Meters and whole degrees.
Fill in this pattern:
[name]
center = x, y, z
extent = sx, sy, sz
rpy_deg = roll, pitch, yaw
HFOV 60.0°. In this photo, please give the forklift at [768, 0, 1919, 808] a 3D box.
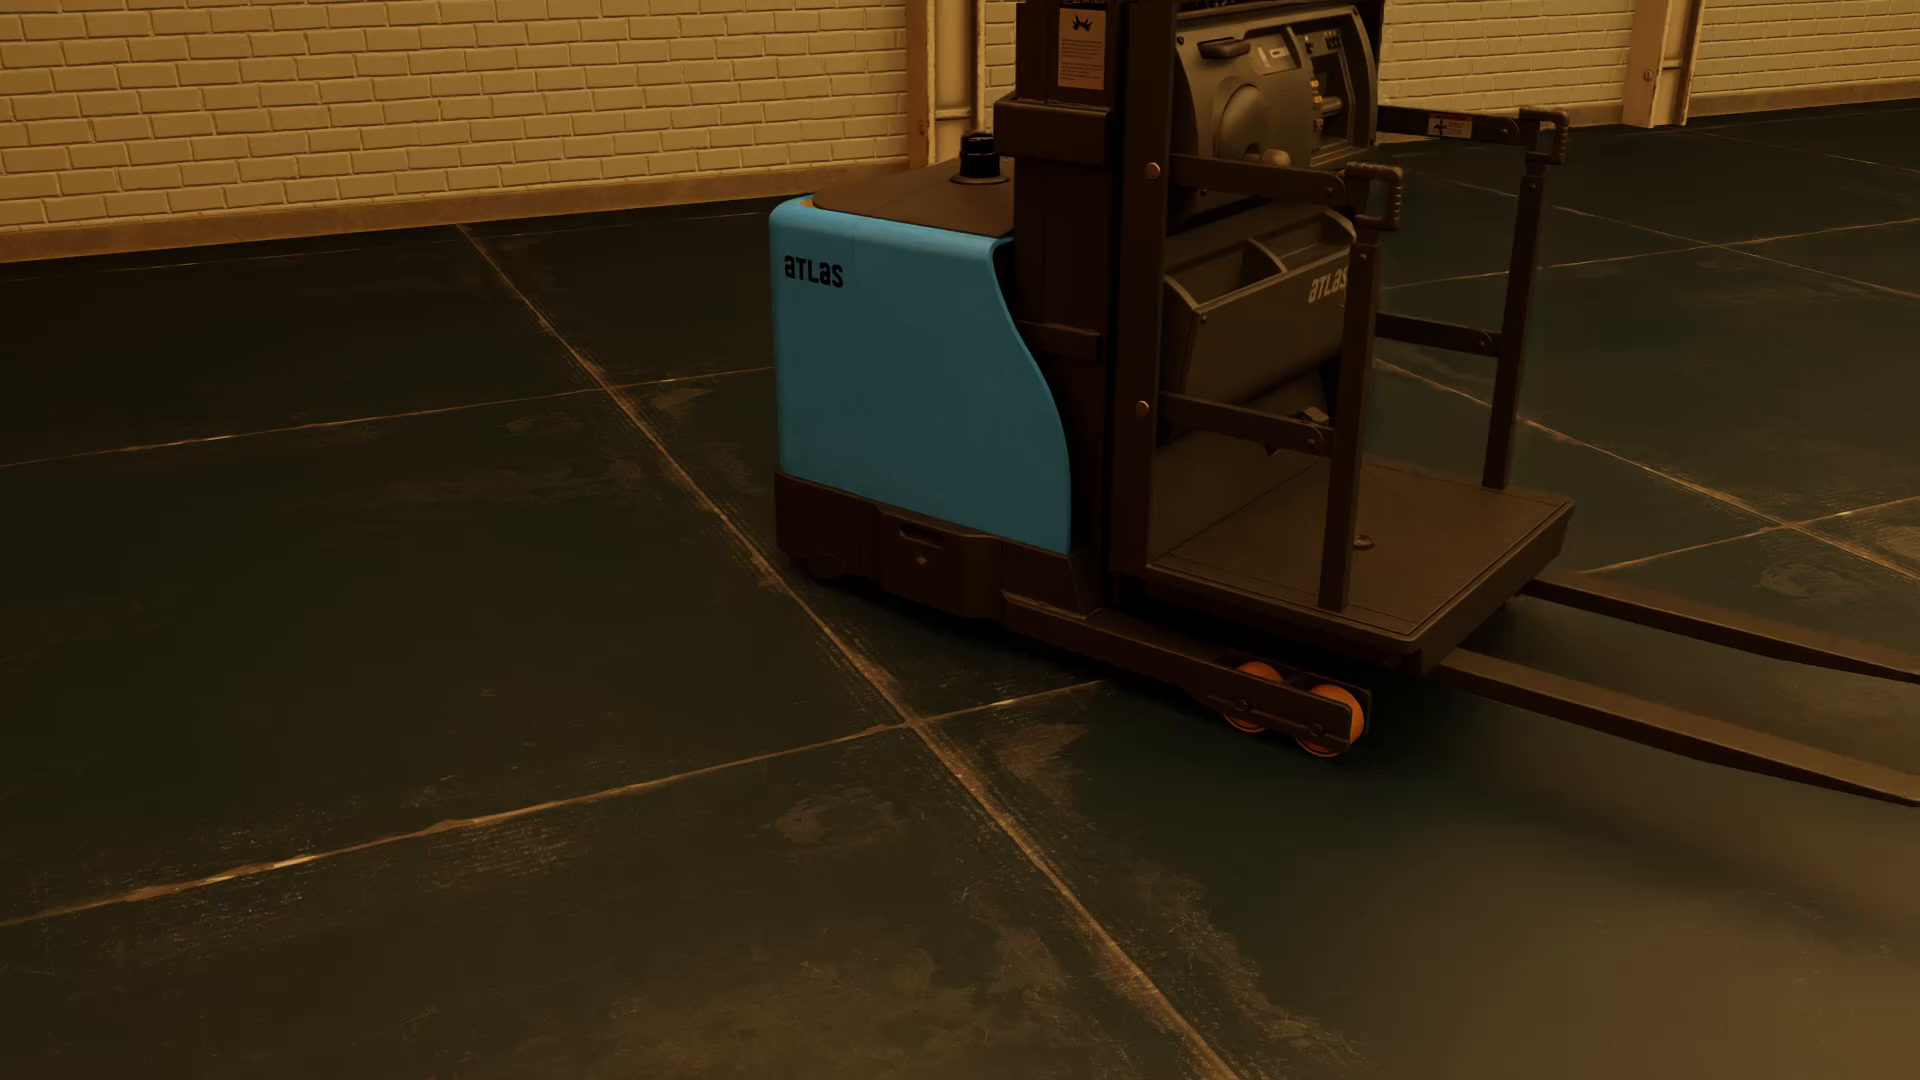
[forklift]
center = 0.939, -1.077, 3.878
extent = 3.031, 2.935, 1.130
rpy_deg = 16, 28, 34
